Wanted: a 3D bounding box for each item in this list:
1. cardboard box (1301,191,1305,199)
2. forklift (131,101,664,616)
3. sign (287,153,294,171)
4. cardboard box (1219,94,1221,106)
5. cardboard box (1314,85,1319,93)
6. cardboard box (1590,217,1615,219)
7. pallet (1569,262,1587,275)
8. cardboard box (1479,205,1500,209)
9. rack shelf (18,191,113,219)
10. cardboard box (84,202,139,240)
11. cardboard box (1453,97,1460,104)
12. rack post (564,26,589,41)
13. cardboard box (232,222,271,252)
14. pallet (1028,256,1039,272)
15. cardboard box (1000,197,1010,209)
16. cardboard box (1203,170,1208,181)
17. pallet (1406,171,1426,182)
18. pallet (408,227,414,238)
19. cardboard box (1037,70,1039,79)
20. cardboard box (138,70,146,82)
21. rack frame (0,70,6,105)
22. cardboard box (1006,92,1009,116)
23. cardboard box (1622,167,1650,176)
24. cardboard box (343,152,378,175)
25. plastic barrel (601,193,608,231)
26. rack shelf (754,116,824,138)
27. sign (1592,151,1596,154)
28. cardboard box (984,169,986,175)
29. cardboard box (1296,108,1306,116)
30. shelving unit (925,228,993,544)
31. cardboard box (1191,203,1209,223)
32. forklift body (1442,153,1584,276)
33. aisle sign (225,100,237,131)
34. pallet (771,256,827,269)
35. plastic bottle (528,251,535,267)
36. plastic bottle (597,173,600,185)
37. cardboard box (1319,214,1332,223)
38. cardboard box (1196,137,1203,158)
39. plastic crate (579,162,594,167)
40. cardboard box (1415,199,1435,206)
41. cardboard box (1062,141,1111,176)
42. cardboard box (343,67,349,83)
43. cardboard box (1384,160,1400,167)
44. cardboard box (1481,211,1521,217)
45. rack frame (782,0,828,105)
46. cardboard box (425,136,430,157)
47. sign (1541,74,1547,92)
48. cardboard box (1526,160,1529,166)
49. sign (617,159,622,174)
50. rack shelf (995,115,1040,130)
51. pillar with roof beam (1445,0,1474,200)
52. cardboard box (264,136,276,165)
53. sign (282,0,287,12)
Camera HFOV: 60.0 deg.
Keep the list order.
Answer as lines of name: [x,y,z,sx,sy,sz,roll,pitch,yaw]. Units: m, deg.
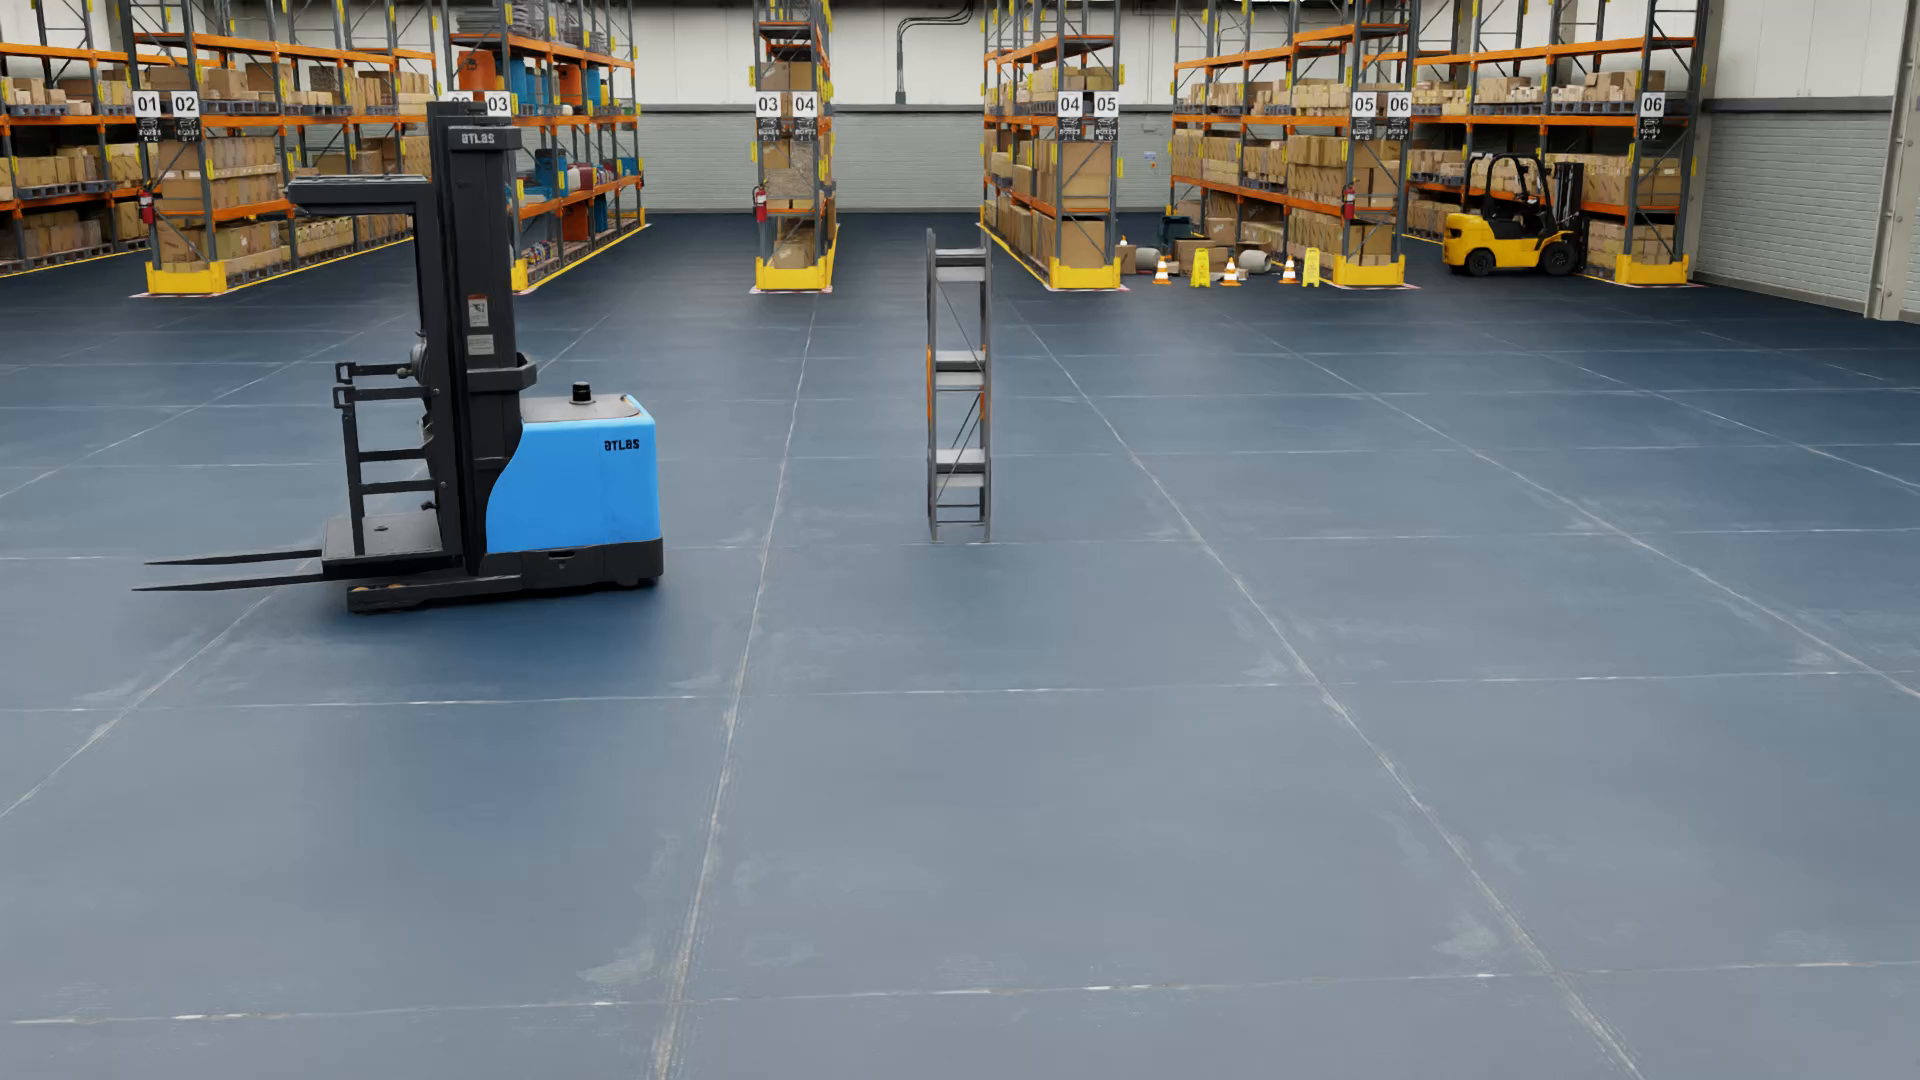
cardboard box: [6.594,-6.455,31.100,0.380,0.149,0.250,0,14,-2]
forklift: [-3.429,-1.122,10.005,3.031,2.935,1.130,-5,15,-19]
sign: [-12.425,-7.011,30.861,0.100,0.325,0.005,-1,14,-3]
cardboard box: [6.068,-9.971,37.666,0.396,0.266,0.258,0,14,1]
cardboard box: [6.629,-8.161,30.108,0.380,0.149,0.250,-1,14,-4]
cardboard box: [12.042,-5.912,31.154,0.500,0.250,0.500,-1,14,-3]
pallet: [11.840,-5.075,30.825,1.003,0.211,1.213,-1,14,-3]
cardboard box: [11.785,-7.364,36.998,0.380,0.149,0.250,0,14,-1]
rack shelf: [-18.046,-6.617,32.666,1.077,0.370,4.000,-1,14,-3]
cardboard box: [-18.085,-6.810,35.444,0.750,0.750,0.750,-1,14,-4]
cardboard box: [11.198,-9.772,36.966,0.380,0.149,0.250,-1,14,-3]
rack post: [-8.368,-10.664,35.064,0.954,0.300,0.937,-1,14,-3]
cardboard box: [-12.677,-5.419,29.739,0.500,0.500,0.500,-1,14,-3]
pallet: [1.835,-5.208,31.343,1.003,0.211,1.213,-1,14,-3]
cardboard box: [1.188,-7.774,38.389,0.500,0.250,0.500,0,14,-2]
cardboard box: [6.068,-8.653,39.440,0.500,0.250,0.500,-1,14,-5]
pallet: [11.199,-8.624,39.409,1.003,0.211,1.213,-1,14,-3]
pallet: [-13.516,-7.355,39.688,1.003,0.211,1.213,-1,14,-3]
cardboard box: [1.597,-8.432,30.119,0.380,0.149,0.250,-1,14,-4]
cardboard box: [-18.494,-10.314,36.983,0.500,0.250,0.500,0,14,1]
rack frame: [-17.922,-9.373,29.896,1.000,3.000,0.127,-1,14,-3]
cardboard box: [1.285,-9.507,36.234,0.500,0.500,0.500,-1,14,-3]
cardboard box: [11.701,-6.377,28.790,0.380,0.149,0.250,-1,14,-3]
cardboard box: [-13.303,-8.348,36.908,0.700,0.500,0.500,-5,15,-18]
plastic barrel: [-8.513,-7.662,38.653,0.600,0.901,0.708,-1,14,-3]
rack shelf: [-2.967,-7.304,29.318,1.077,0.370,4.000,-1,14,-3]
sign: [12.308,-7.394,32.348,0.100,0.325,0.005,-1,14,-3]
cardboard box: [0.815,-9.525,43.032,0.380,0.149,0.250,-1,14,-4]
cardboard box: [6.533,-8.034,31.214,0.380,0.149,0.250,-1,14,-3]
shelving unit: [-0.010,-1.058,11.425,0.431,2.100,0.503,-1,14,-3]
cardboard box: [6.317,-8.182,41.608,0.875,0.438,0.875,-1,14,-5]
forklift body: [10.064,-5.965,30.394,2.313,2.155,1.214,-1,14,-3]
aisle sign: [-18.371,-10.733,42.006,0.394,0.787,0.004,-1,14,-3]
pallet: [-3.014,-5.180,31.235,1.003,0.211,1.213,-1,14,-3]
plastic bottle: [-7.588,-4.973,29.428,0.097,0.271,0.097,0,14,0]
plastic bottle: [-8.072,-8.013,36.898,0.152,0.276,0.135,-1,14,-3]
cardboard box: [6.636,-5.752,29.732,0.380,0.149,0.250,-1,14,-3]
cardboard box: [6.000,-9.485,40.165,0.500,0.500,0.500,-1,14,-4]
plastic crate: [-8.899,-8.742,39.396,0.392,0.384,0.575,-1,14,-3]
cardboard box: [11.109,-8.063,39.716,0.380,0.149,0.250,-1,14,-5]
cardboard box: [2.129,-6.442,28.076,0.875,0.550,0.550,-1,14,-3]
cardboard box: [-13.278,-9.760,35.215,0.500,0.500,0.500,-1,14,-3]
cardboard box: [10.920,-9.360,41.589,0.500,0.250,0.500,-1,14,-4]
cardboard box: [11.580,-6.658,35.306,0.875,0.625,0.625,0,14,-2]
rack frame: [-3.586,-11.592,38.520,1.000,3.000,0.127,-1,14,-3]
cardboard box: [-13.351,-9.701,41.003,0.500,0.500,0.500,0,14,-2]
sign: [11.213,-8.772,31.912,0.100,0.325,0.005,-1,14,-3]
cardboard box: [11.515,-7.497,33.143,0.380,0.149,0.250,-1,14,-3]
sign: [-7.981,-8.752,38.967,0.100,0.325,0.005,-1,14,-3]
rack shelf: [1.494,-9.345,37.250,1.077,0.370,4.000,-1,14,-3]
pillar with roof beam: [7.818,-11.943,39.885,9.100,9.000,0.400,-1,14,-3]
cardboard box: [-12.945,-7.111,30.341,0.700,0.500,0.500,-1,14,-3]
sign: [-13.767,-10.925,33.895,0.100,0.325,0.005,-1,14,-3]
